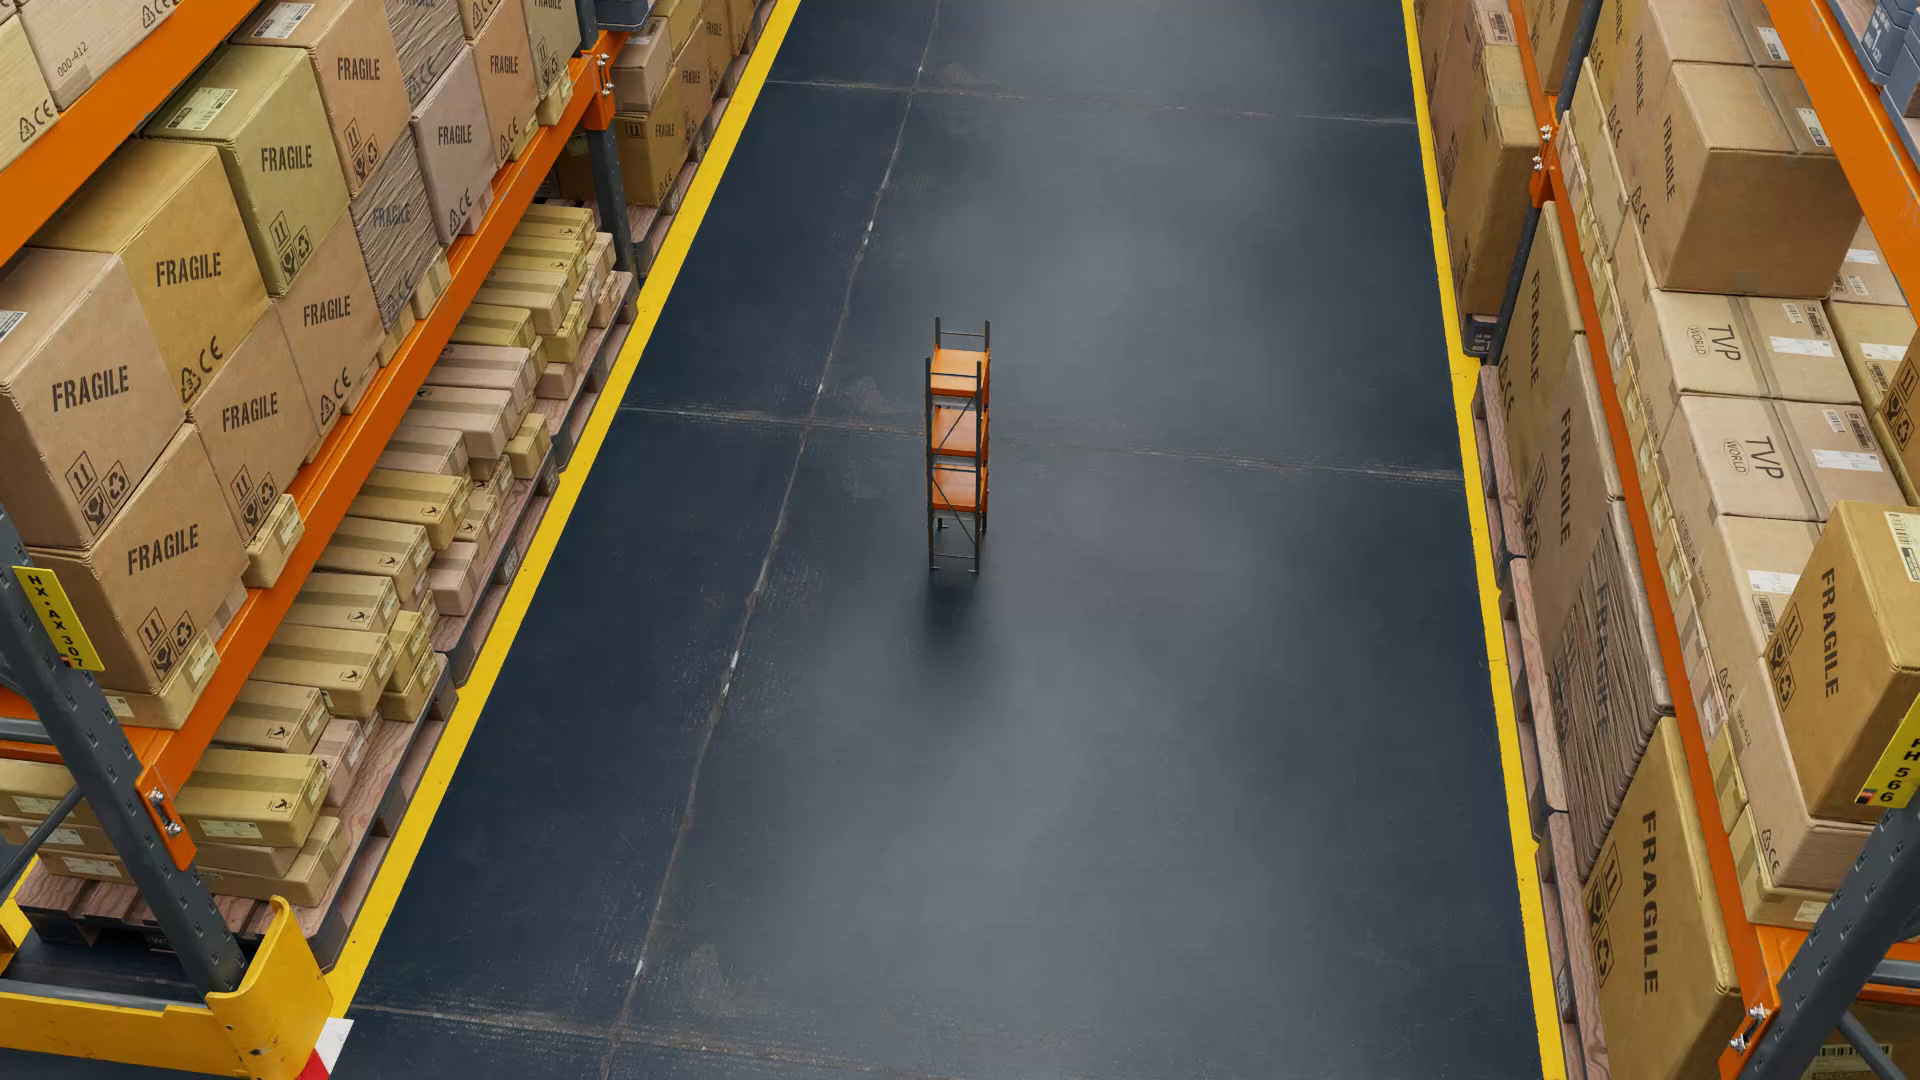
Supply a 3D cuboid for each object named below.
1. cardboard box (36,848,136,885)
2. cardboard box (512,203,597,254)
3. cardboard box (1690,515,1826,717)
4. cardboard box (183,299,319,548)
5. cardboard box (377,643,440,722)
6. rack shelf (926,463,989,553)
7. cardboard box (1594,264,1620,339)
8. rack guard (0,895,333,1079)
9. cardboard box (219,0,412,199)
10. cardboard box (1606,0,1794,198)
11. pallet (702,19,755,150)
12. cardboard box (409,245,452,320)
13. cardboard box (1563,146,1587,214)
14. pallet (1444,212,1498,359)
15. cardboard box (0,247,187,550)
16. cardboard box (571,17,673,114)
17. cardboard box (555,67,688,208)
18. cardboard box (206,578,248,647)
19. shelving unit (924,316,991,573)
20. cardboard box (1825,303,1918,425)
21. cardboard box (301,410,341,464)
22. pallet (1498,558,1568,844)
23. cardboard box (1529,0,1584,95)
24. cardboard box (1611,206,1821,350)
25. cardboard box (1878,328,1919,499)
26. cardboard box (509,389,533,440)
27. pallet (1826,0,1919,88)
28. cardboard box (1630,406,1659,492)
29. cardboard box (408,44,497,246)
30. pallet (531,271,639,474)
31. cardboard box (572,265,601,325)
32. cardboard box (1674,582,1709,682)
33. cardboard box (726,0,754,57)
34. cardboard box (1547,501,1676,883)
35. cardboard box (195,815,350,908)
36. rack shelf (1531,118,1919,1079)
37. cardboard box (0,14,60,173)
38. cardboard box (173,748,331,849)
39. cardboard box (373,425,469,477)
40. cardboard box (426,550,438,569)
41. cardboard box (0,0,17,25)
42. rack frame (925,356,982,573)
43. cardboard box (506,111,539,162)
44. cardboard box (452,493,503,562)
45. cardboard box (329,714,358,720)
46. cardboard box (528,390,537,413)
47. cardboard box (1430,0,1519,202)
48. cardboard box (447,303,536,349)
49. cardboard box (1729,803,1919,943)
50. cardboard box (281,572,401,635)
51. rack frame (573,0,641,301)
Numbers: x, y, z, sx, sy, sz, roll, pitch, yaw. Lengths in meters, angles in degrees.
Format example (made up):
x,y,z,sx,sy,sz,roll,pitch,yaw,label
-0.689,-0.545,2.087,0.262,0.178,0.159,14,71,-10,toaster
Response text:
x,y,z,sx,sy,sz,roll,pitch,yaw,label
-2.708,0.950,5.333,0.380,0.149,0.250,6,44,6,cardboard box
-1.831,-1.348,7.327,0.380,0.149,0.250,6,44,7,cardboard box
2.201,0.212,4.238,0.500,0.250,0.500,5,44,5,cardboard box
-2.192,-0.347,4.646,0.500,0.500,0.500,5,44,6,cardboard box
-2.062,0.480,5.829,0.380,0.149,0.250,6,44,6,cardboard box
-0.007,-0.135,6.549,0.215,0.259,0.240,5,44,6,rack shelf
2.357,-0.786,5.581,0.380,0.149,0.250,5,44,5,cardboard box
-2.560,1.301,5.012,1.175,0.500,0.348,5,44,6,rack guard
-2.033,-1.388,5.018,0.500,0.500,0.500,4,44,4,cardboard box
2.472,-1.449,5.446,0.500,0.500,0.500,5,44,6,cardboard box
-1.781,-2.633,9.377,1.003,0.211,1.213,5,44,6,pallet
-1.983,-0.901,5.703,0.380,0.149,0.250,6,44,6,cardboard box
2.458,-1.319,6.144,0.380,0.149,0.250,4,44,4,cardboard box
2.889,-1.281,7.949,1.003,0.211,1.213,5,44,6,pallet
-2.248,-0.344,3.915,0.500,0.500,0.500,5,44,5,cardboard box
-1.682,-2.277,7.941,0.500,0.250,0.500,3,44,4,cardboard box
-1.681,-2.005,8.198,0.500,0.500,0.500,7,44,7,cardboard box
-2.210,0.168,4.573,0.380,0.149,0.250,7,44,7,cardboard box
-0.007,-0.345,6.351,0.215,1.050,0.252,5,44,6,shelving unit
2.860,-0.444,4.930,0.500,0.250,0.500,4,44,5,cardboard box
-2.163,-0.382,5.154,0.380,0.149,0.250,5,44,5,cardboard box
2.525,0.597,5.966,1.003,0.211,1.213,5,44,6,pallet
2.653,-2.141,6.756,0.500,0.500,0.500,5,44,6,cardboard box
2.406,-0.826,5.333,0.500,0.250,0.500,6,44,7,cardboard box
2.792,-0.358,4.293,0.500,0.500,0.500,4,44,4,cardboard box
-1.954,-0.555,6.706,0.380,0.149,0.250,6,44,7,cardboard box
2.579,-1.432,3.964,1.003,0.211,1.213,5,44,6,pallet
2.256,-0.258,5.024,0.380,0.149,0.250,6,44,6,cardboard box
-1.962,-1.377,5.734,0.500,0.500,0.500,5,44,5,cardboard box
-2.095,-0.807,7.449,1.003,0.211,1.213,5,44,6,pallet
-1.792,-1.077,7.257,0.380,0.149,0.250,3,44,4,cardboard box
2.154,0.265,4.472,0.380,0.149,0.250,6,44,6,cardboard box
-1.467,-3.064,9.317,0.500,0.500,0.500,3,44,4,cardboard box
2.458,0.521,5.258,0.875,0.875,0.875,5,44,6,cardboard box
-2.184,1.000,5.280,0.380,0.149,0.250,6,44,6,cardboard box
2.597,-0.137,5.236,1.077,0.370,4.000,5,44,6,rack shelf
-2.258,-0.872,3.417,0.500,0.250,0.500,7,44,7,cardboard box
-2.164,0.786,5.074,0.380,0.149,0.250,3,44,4,cardboard box
-2.072,-0.293,6.213,0.380,0.149,0.250,5,44,6,cardboard box
-2.133,-0.013,6.134,0.380,0.149,0.250,7,44,8,cardboard box
-2.253,-1.053,3.244,0.500,0.250,0.500,6,44,6,cardboard box
-0.023,-0.262,6.263,0.200,1.050,0.008,5,44,6,rack frame
-1.868,-1.611,6.453,0.380,0.149,0.250,7,44,7,cardboard box
-1.993,-0.055,6.395,0.380,0.149,0.250,5,44,6,cardboard box
-2.210,0.530,5.560,0.380,0.149,0.250,6,44,6,cardboard box
-1.999,-0.576,6.944,0.380,0.149,0.250,4,44,4,cardboard box
3.044,-2.189,8.120,1.225,0.875,0.875,4,44,4,cardboard box
-1.963,-0.830,6.780,0.380,0.149,0.250,7,44,7,cardboard box
2.053,0.784,3.923,0.380,0.149,0.250,6,44,6,cardboard box
-2.136,0.251,5.639,0.380,0.149,0.250,3,44,3,cardboard box
-2.042,-2.281,6.977,1.000,3.000,0.127,5,44,6,rack frame
